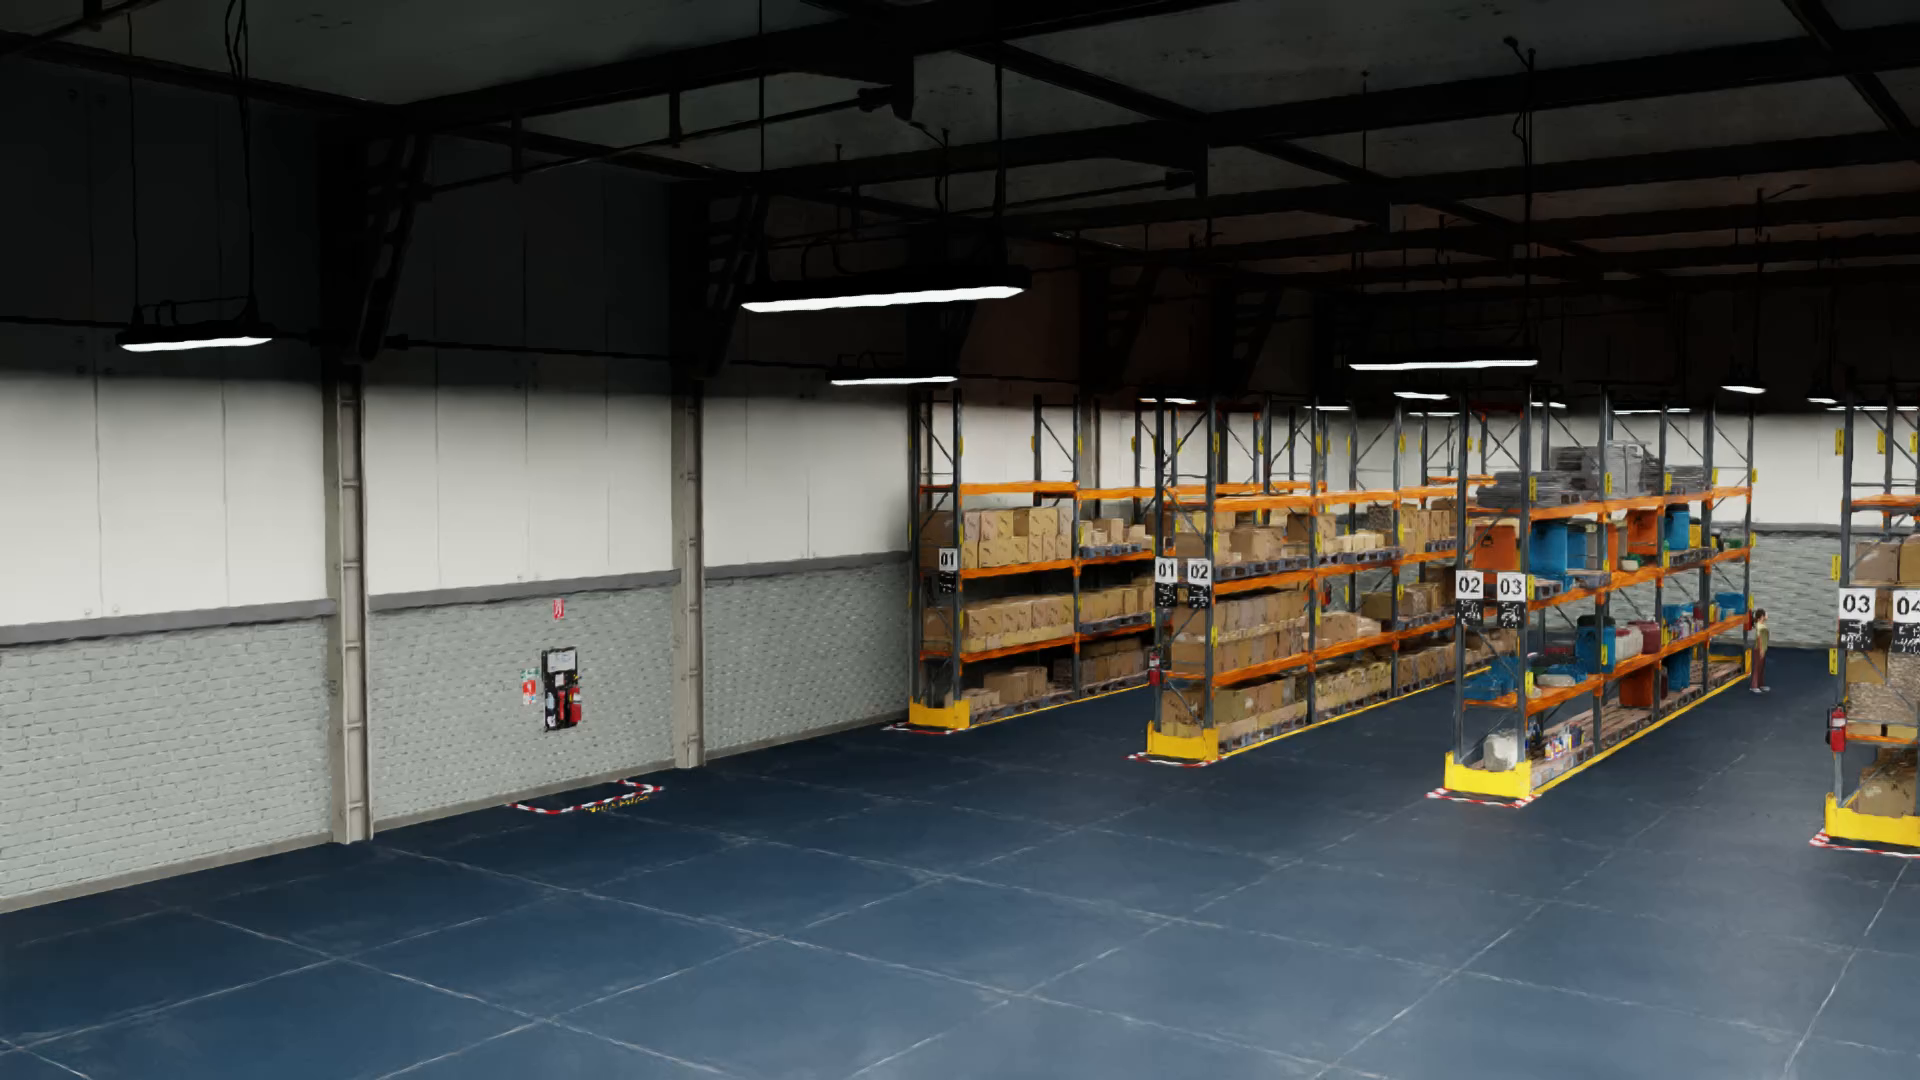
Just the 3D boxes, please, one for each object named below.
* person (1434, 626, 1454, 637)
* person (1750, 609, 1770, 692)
[{"bbox_3d":[12.174,1.777,41.683,0.660,1.672,0.518,-1,3,-21],"label":"person"},{"bbox_3d":[16.223,2.227,33.674,0.385,1.676,0.590,2,4,26],"label":"person"}]
